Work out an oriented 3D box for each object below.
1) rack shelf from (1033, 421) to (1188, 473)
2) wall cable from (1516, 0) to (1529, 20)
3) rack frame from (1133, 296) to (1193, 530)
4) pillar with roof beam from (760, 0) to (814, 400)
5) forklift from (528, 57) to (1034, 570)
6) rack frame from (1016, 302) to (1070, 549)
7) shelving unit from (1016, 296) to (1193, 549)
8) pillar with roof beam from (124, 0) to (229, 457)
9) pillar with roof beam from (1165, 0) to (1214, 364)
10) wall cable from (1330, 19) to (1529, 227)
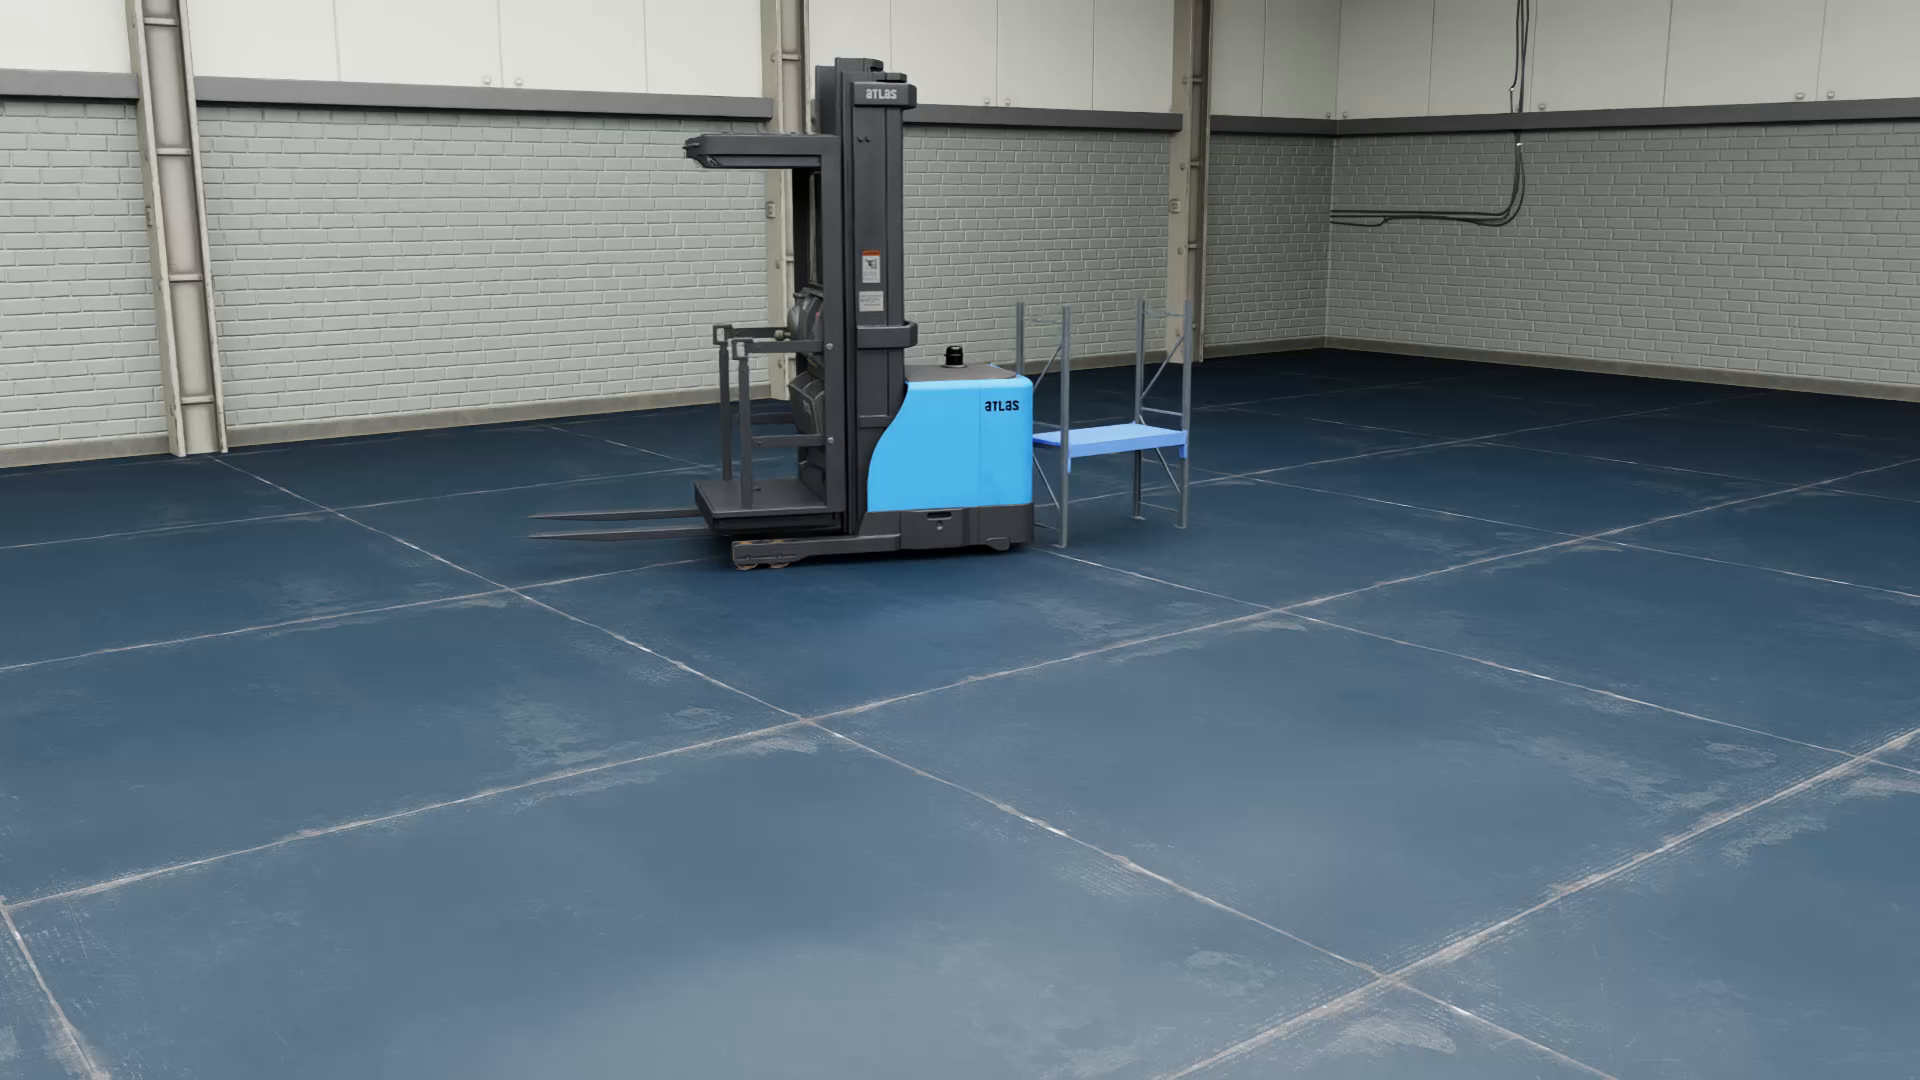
[{"bbox_3d":[0.924,-0.608,10.749,1.000,0.185,0.538,-8,15,-35],"label":"rack shelf"},{"bbox_3d":[7.710,-7.388,19.072,0.112,2.526,3.097,-9,15,-38],"label":"wall cable"},{"bbox_3d":[1.337,-0.846,11.002,0.032,1.500,0.500,-8,15,-35],"label":"rack frame"},{"bbox_3d":[0.898,-5.230,13.595,0.400,9.000,9.100,-9,15,-38],"label":"pillar with roof beam"},{"bbox_3d":[-1.116,-1.379,10.065,3.031,2.935,1.130,-3,12,-14],"label":"forklift"},{"bbox_3d":[0.511,-0.723,10.421,0.032,1.500,0.500,-8,15,-35],"label":"rack frame"},{"bbox_3d":[0.924,-0.784,10.712,1.048,1.500,0.538,-8,15,-35],"label":"shelving unit"},{"bbox_3d":[-3.787,-4.452,9.929,0.400,9.000,9.100,-9,15,-38],"label":"pillar with roof beam"},{"bbox_3d":[5.583,-6.009,17.262,0.400,9.000,9.100,-9,15,-38],"label":"pillar with roof beam"},{"bbox_3d":[6.020,-5.356,21.663,0.112,2.526,3.097,-9,15,-38],"label":"wall cable"}]
